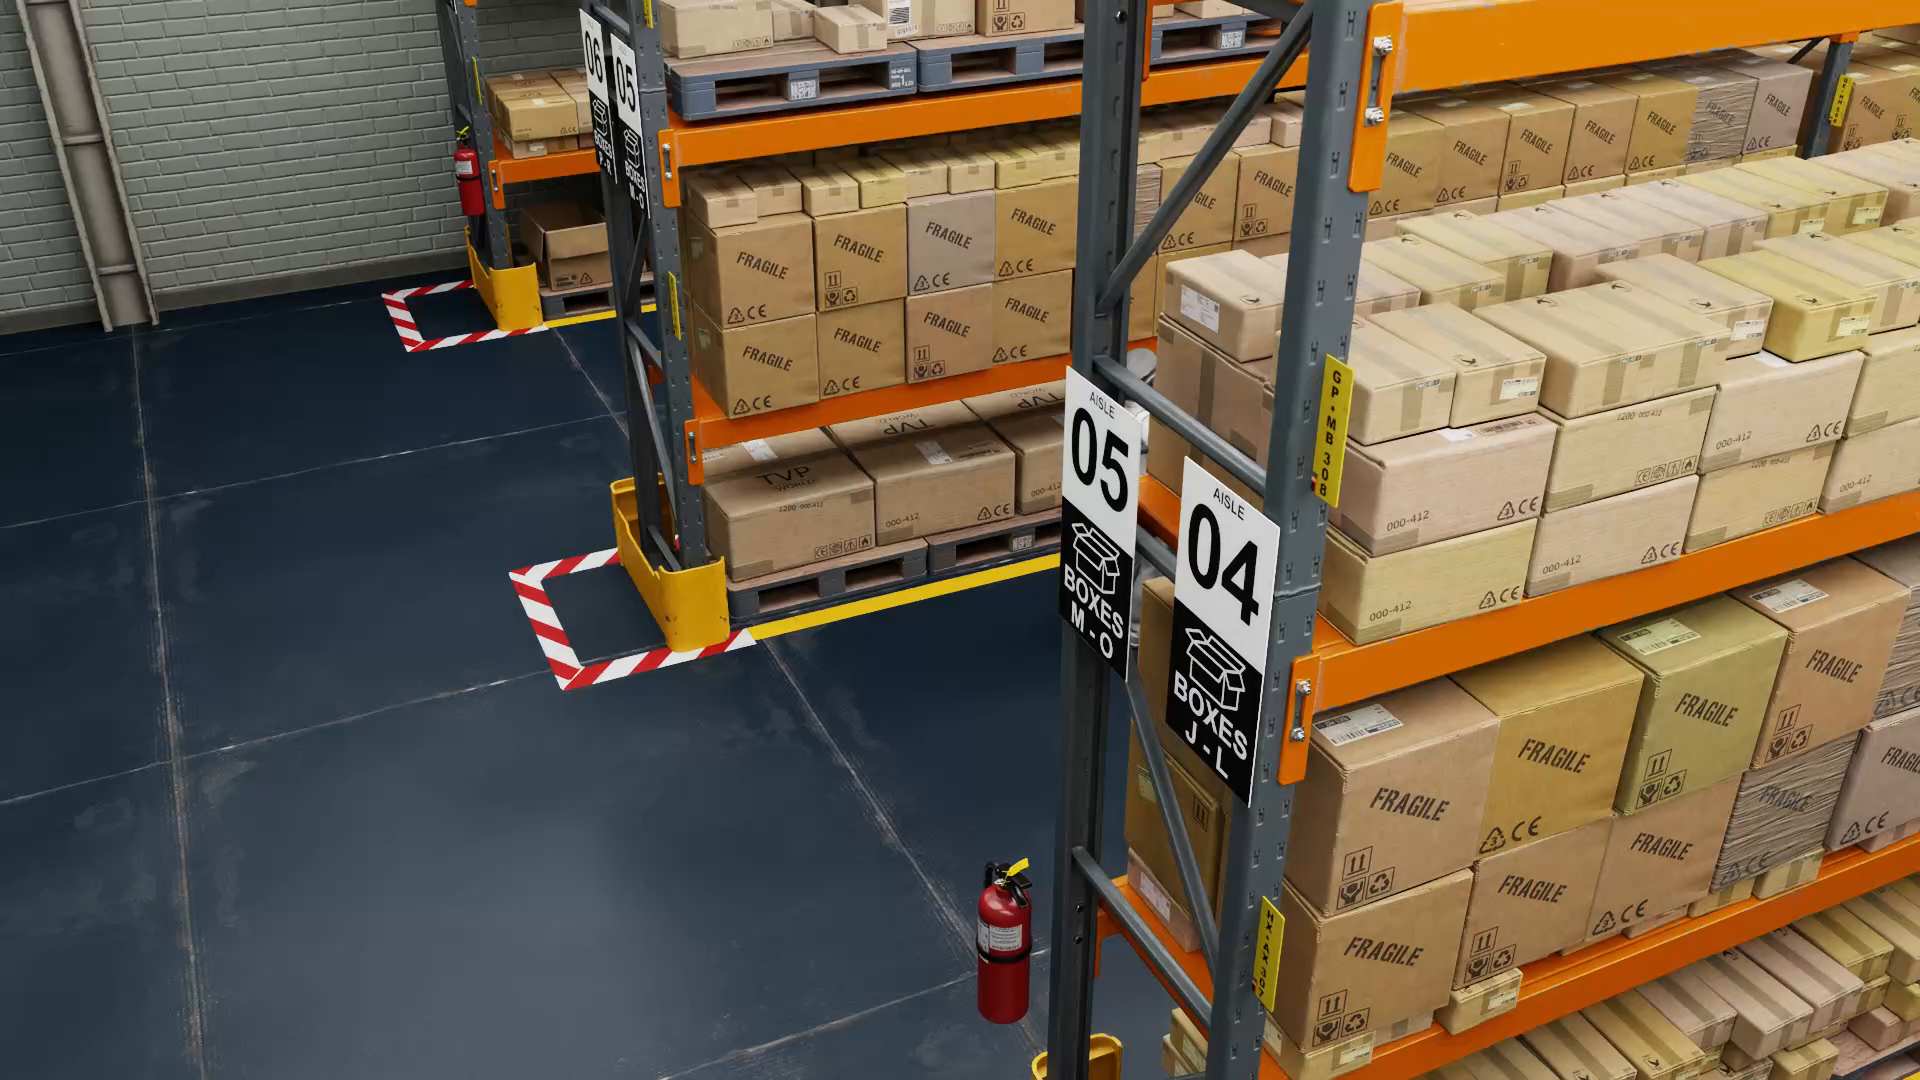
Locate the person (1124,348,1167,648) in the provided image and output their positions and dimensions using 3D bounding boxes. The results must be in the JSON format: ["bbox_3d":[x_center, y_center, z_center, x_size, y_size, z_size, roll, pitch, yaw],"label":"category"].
[{"bbox_3d":[1.030,-0.233,8.834,0.556,1.687,0.459,-13,32,-21],"label":"person"}]
